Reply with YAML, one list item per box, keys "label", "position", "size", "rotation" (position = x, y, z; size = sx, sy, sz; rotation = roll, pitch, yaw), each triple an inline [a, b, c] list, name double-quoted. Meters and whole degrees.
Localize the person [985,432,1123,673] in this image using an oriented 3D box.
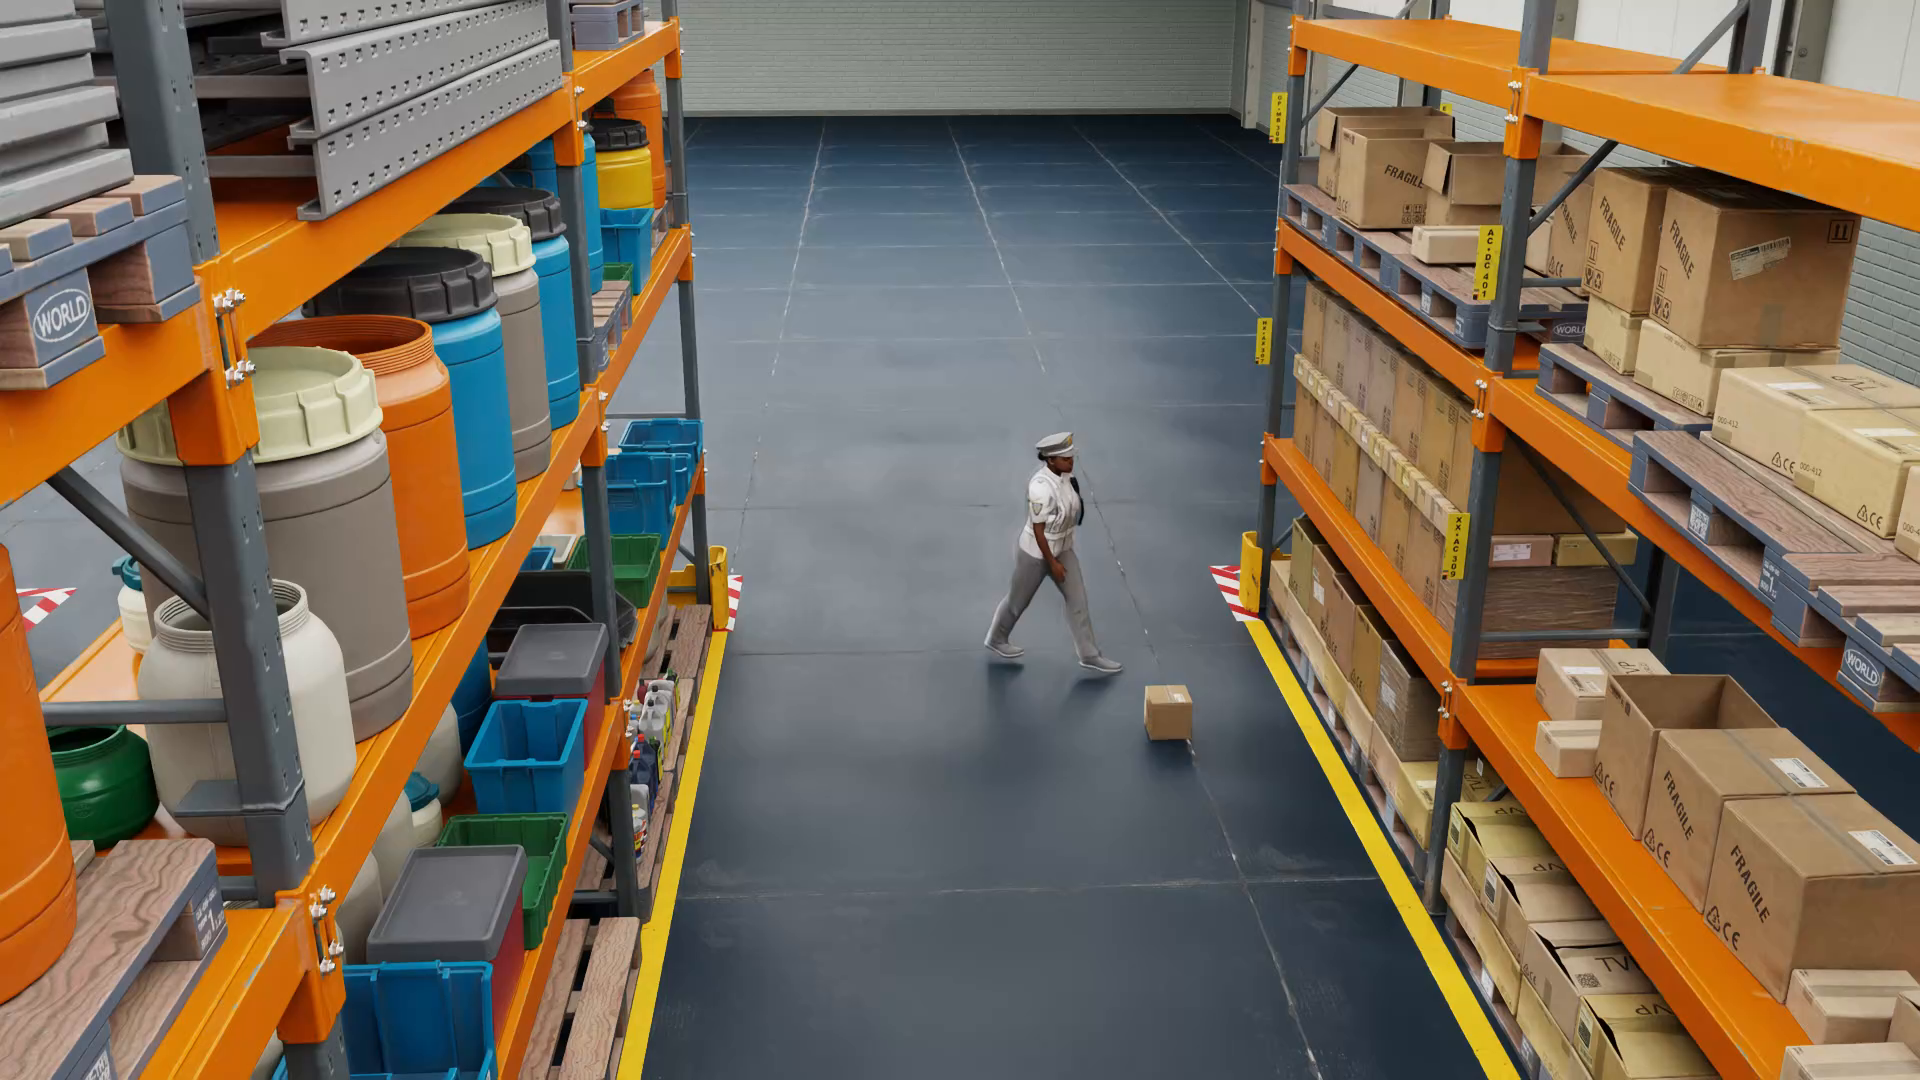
- label: "person"
  position: [0.599, 0.065, 10.836]
  size: [0.963, 1.622, 0.447]
  rotation: [14, 25, 33]
